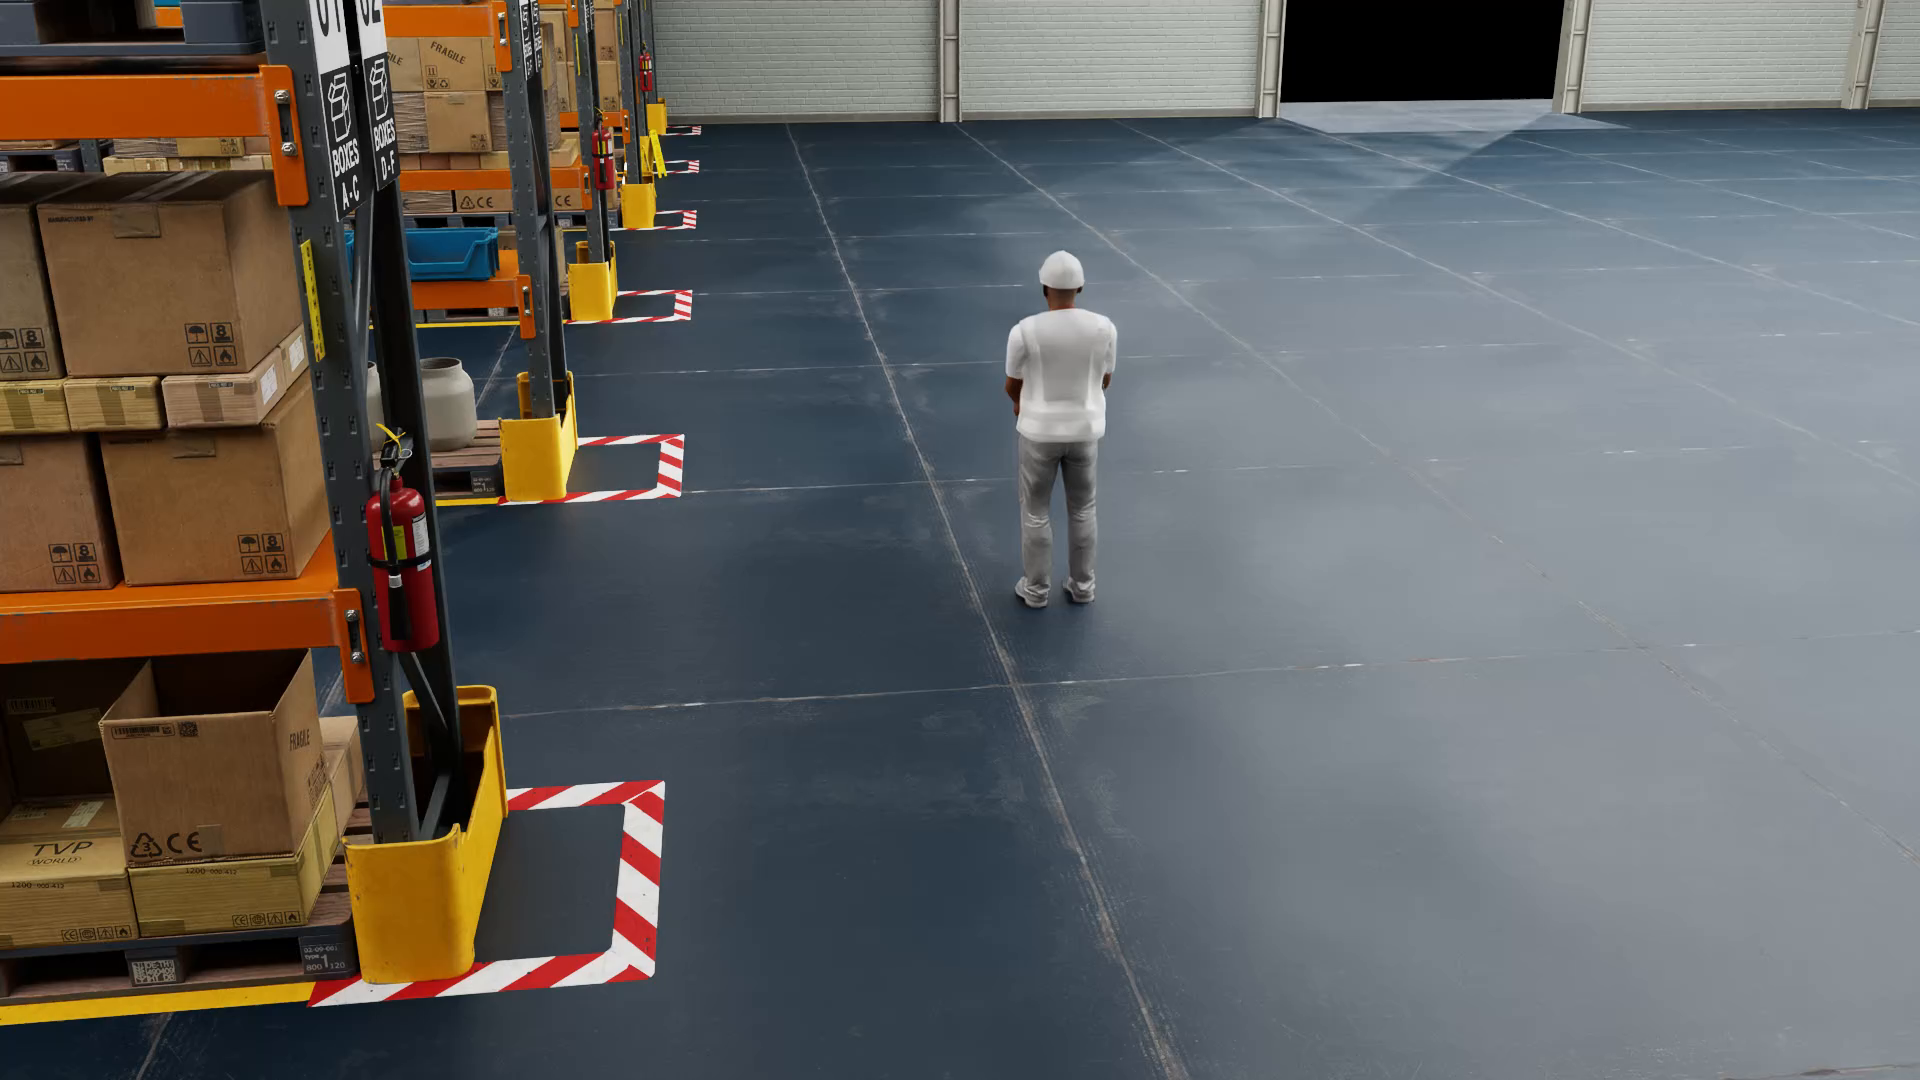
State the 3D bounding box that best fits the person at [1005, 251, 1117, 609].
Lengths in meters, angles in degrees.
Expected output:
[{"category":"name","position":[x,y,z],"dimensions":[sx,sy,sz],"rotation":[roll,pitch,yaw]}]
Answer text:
[{"category":"person","position":[0.471,-0.554,8.181],"dimensions":[0.535,1.768,0.560],"rotation":[-3,20,-8]}]
